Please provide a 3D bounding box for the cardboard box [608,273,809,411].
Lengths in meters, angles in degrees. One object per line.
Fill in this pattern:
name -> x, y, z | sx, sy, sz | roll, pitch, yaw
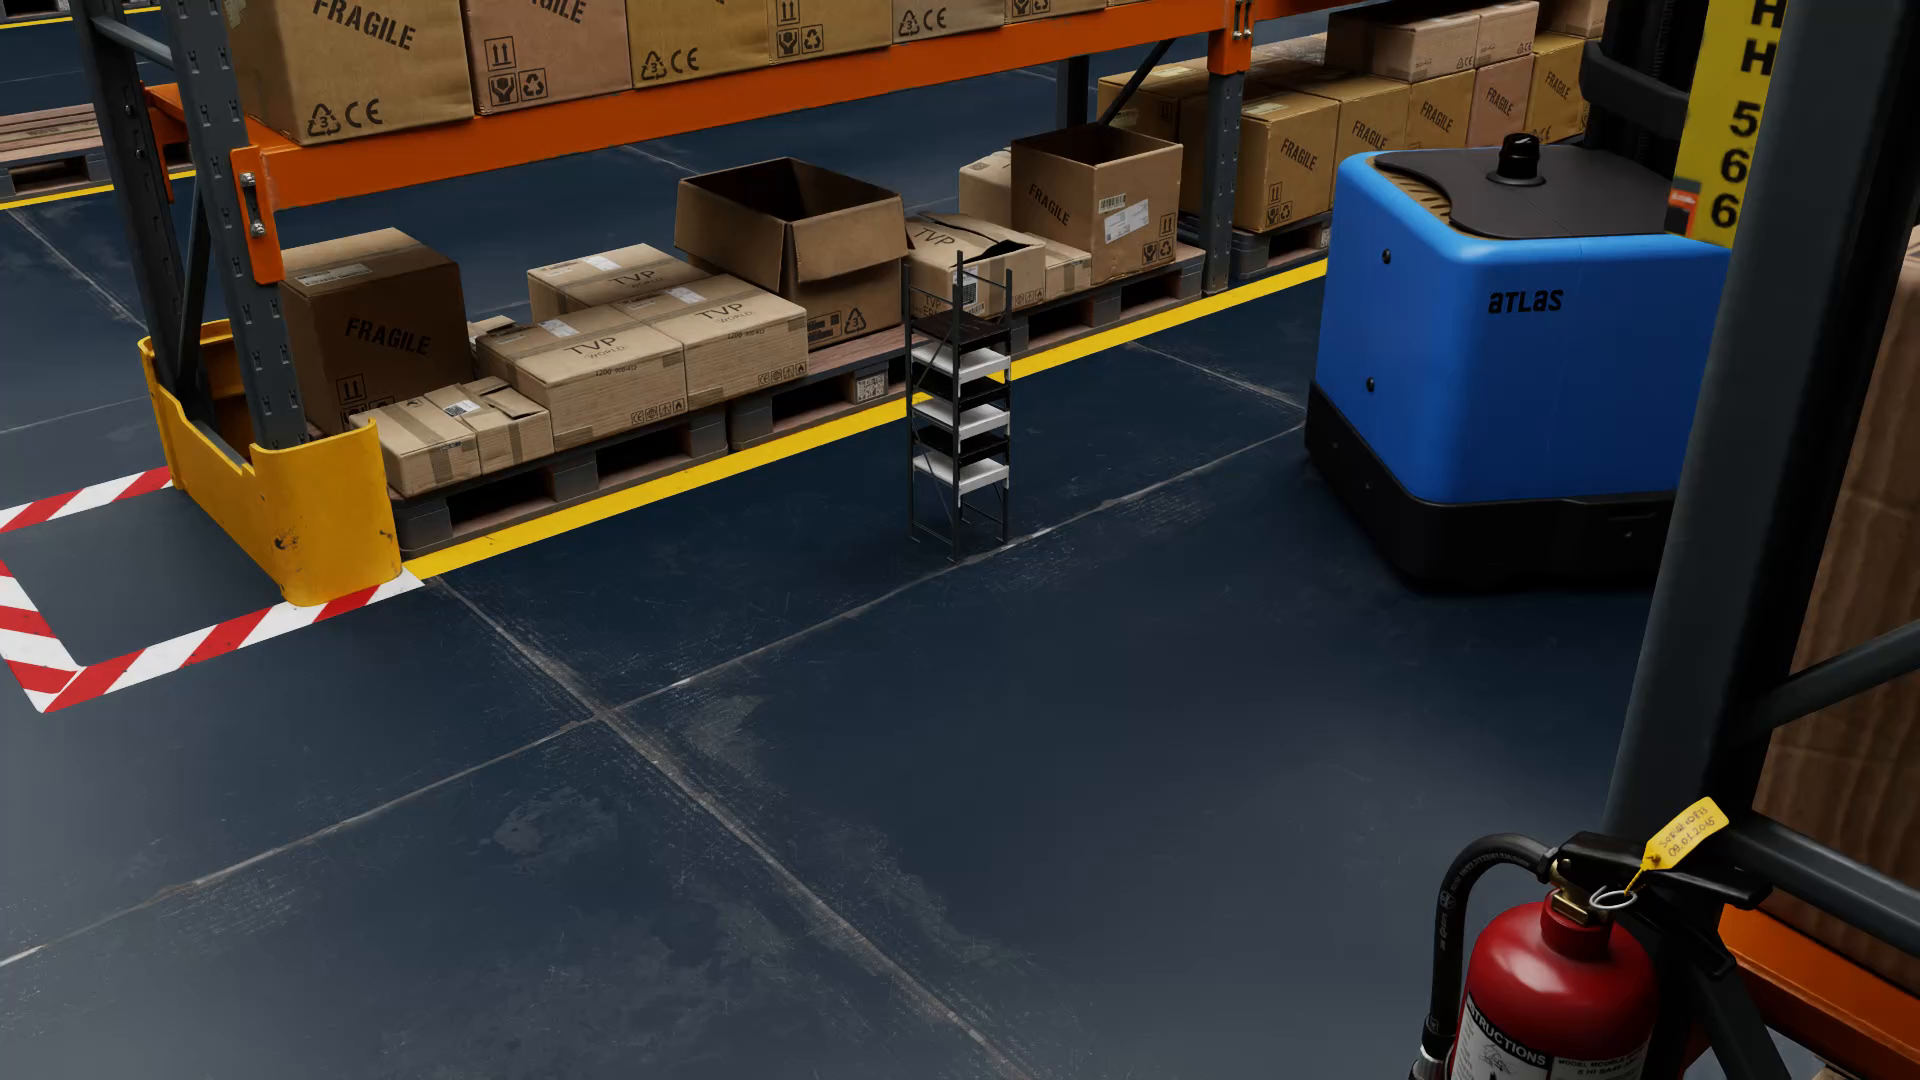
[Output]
cardboard box -> -0.880, -0.704, 5.836 | 0.500, 0.250, 0.500 | -22, 35, -35

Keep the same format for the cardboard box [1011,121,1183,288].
cardboard box -> 0.555, -1.391, 6.857 | 0.500, 0.500, 0.500 | -22, 35, -35

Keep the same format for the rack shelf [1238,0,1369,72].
rack shelf -> 2.326, -2.870, 8.202 | 4.000, 0.370, 1.077 | -22, 35, -35

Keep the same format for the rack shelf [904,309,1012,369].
rack shelf -> -0.006, -0.603, 4.922 | 0.200, 0.077, 0.258 | -22, 35, -35

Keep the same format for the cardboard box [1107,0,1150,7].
cardboard box -> 0.590, -2.375, 6.406 | 0.500, 0.500, 0.500 | -21, 35, -34

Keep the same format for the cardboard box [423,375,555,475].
cardboard box -> -1.507, -0.378, 5.314 | 0.250, 0.166, 0.380 | -22, 35, -35

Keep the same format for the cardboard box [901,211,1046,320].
cardboard box -> -0.016, -1.079, 6.472 | 0.500, 0.311, 0.500 | -22, 35, -35

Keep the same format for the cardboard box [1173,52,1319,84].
cardboard box -> 1.375, -2.069, 8.125 | 0.500, 0.500, 0.500 | -22, 35, -35

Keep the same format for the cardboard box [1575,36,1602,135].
cardboard box -> 3.288, -2.521, 8.970 | 0.500, 0.500, 0.500 | -20, 34, -33

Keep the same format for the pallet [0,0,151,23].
pallet -> -7.181, -4.319, 13.109 | 1.213, 0.211, 1.003 | -22, 35, -35

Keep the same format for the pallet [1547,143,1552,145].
pallet -> 2.327, -1.984, 8.738 | 1.213, 0.211, 1.003 | -22, 35, -35

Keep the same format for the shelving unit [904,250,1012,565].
shelving unit -> -0.006, -0.394, 5.033 | 0.210, 0.900, 0.258 | -22, 35, -35

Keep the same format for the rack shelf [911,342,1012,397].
rack shelf -> -0.006, -0.524, 4.964 | 0.200, 0.077, 0.258 | -22, 35, -35

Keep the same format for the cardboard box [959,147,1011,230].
cardboard box -> 0.344, -1.533, 7.322 | 0.500, 0.311, 0.500 | -22, 35, -35

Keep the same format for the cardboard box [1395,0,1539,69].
cardboard box -> 2.472, -2.518, 8.170 | 0.500, 0.250, 0.500 | -23, 36, -36

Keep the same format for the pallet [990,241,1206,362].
pallet -> 0.281, -1.136, 7.152 | 1.213, 0.211, 1.003 | -22, 35, -35

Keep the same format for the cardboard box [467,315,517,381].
cardboard box -> -1.619, -0.643, 5.810 | 0.250, 0.166, 0.380 | -22, 35, -35

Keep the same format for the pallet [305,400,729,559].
pallet -> -1.575, -0.390, 5.756 | 1.213, 0.211, 1.003 | -22, 35, -35

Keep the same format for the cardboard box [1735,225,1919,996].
cardboard box -> 1.361, 0.131, 1.504 | 0.700, 0.700, 0.980 | -20, 34, -33

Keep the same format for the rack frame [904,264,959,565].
rack frame -> -0.084, -0.363, 4.975 | 0.006, 0.900, 0.240 | -22, 35, -35

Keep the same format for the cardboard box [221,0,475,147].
cardboard box -> -1.730, -1.438, 4.651 | 0.500, 0.500, 0.500 | -21, 35, -34

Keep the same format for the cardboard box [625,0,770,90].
cardboard box -> -0.958, -1.750, 5.236 | 0.500, 0.500, 0.500 | -22, 35, -35

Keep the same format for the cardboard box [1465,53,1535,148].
cardboard box -> 2.499, -2.200, 8.369 | 0.500, 0.500, 0.500 | -23, 36, -37

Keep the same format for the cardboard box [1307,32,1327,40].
cardboard box -> 2.142, -2.379, 8.705 | 0.500, 0.500, 0.500 | -23, 36, -37

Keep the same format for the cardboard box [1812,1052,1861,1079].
cardboard box -> 1.426, 0.699, 2.277 | 0.250, 0.149, 0.380 | -22, 35, -35

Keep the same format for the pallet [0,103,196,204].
pallet -> -4.799, -2.138, 9.027 | 1.213, 0.211, 1.003 | -22, 35, -35

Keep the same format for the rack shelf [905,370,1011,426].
rack shelf -> -0.006, -0.444, 5.007 | 0.200, 0.077, 0.258 | -22, 35, -35

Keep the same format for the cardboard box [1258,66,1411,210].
cardboard box -> 1.729, -1.895, 7.799 | 0.500, 0.500, 0.500 | -21, 35, -34

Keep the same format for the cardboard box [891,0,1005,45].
cardboard box -> -0.190, -2.059, 5.814 | 0.500, 0.500, 0.500 | -21, 35, -34

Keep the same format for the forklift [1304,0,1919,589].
forklift -> 2.739, -1.449, 4.852 | 3.031, 2.935, 1.130 | -4, 28, -7

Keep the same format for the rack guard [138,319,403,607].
rack guard -> -2.181, -0.273, 5.230 | 0.348, 0.500, 1.175 | -22, 35, -35

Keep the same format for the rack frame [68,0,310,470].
rack frame -> -2.239, -1.352, 4.598 | 0.127, 3.000, 1.000 | -22, 35, -35
